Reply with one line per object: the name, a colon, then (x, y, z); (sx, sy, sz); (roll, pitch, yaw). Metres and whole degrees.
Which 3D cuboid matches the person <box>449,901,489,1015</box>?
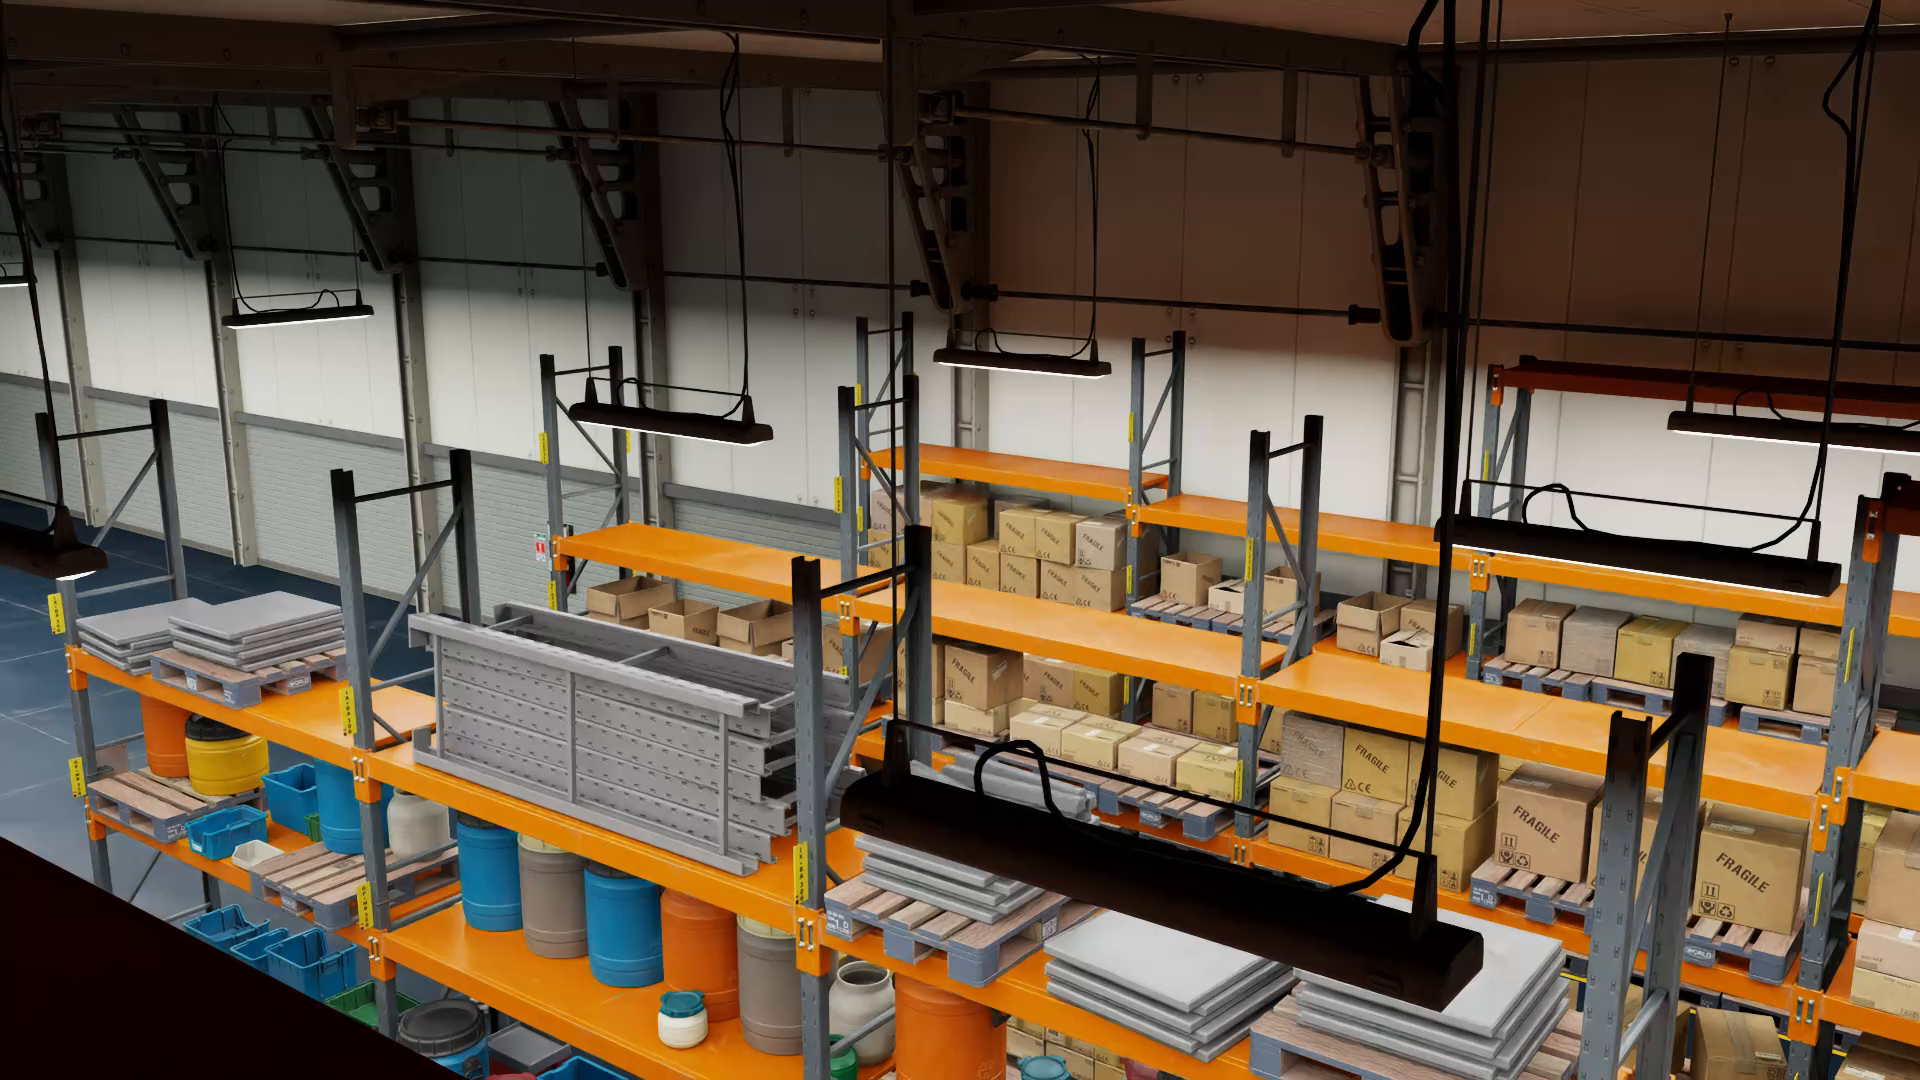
person: (-4.569, 3.695, 15.772); (0.540, 1.715, 0.524); (5, 14, 20)
